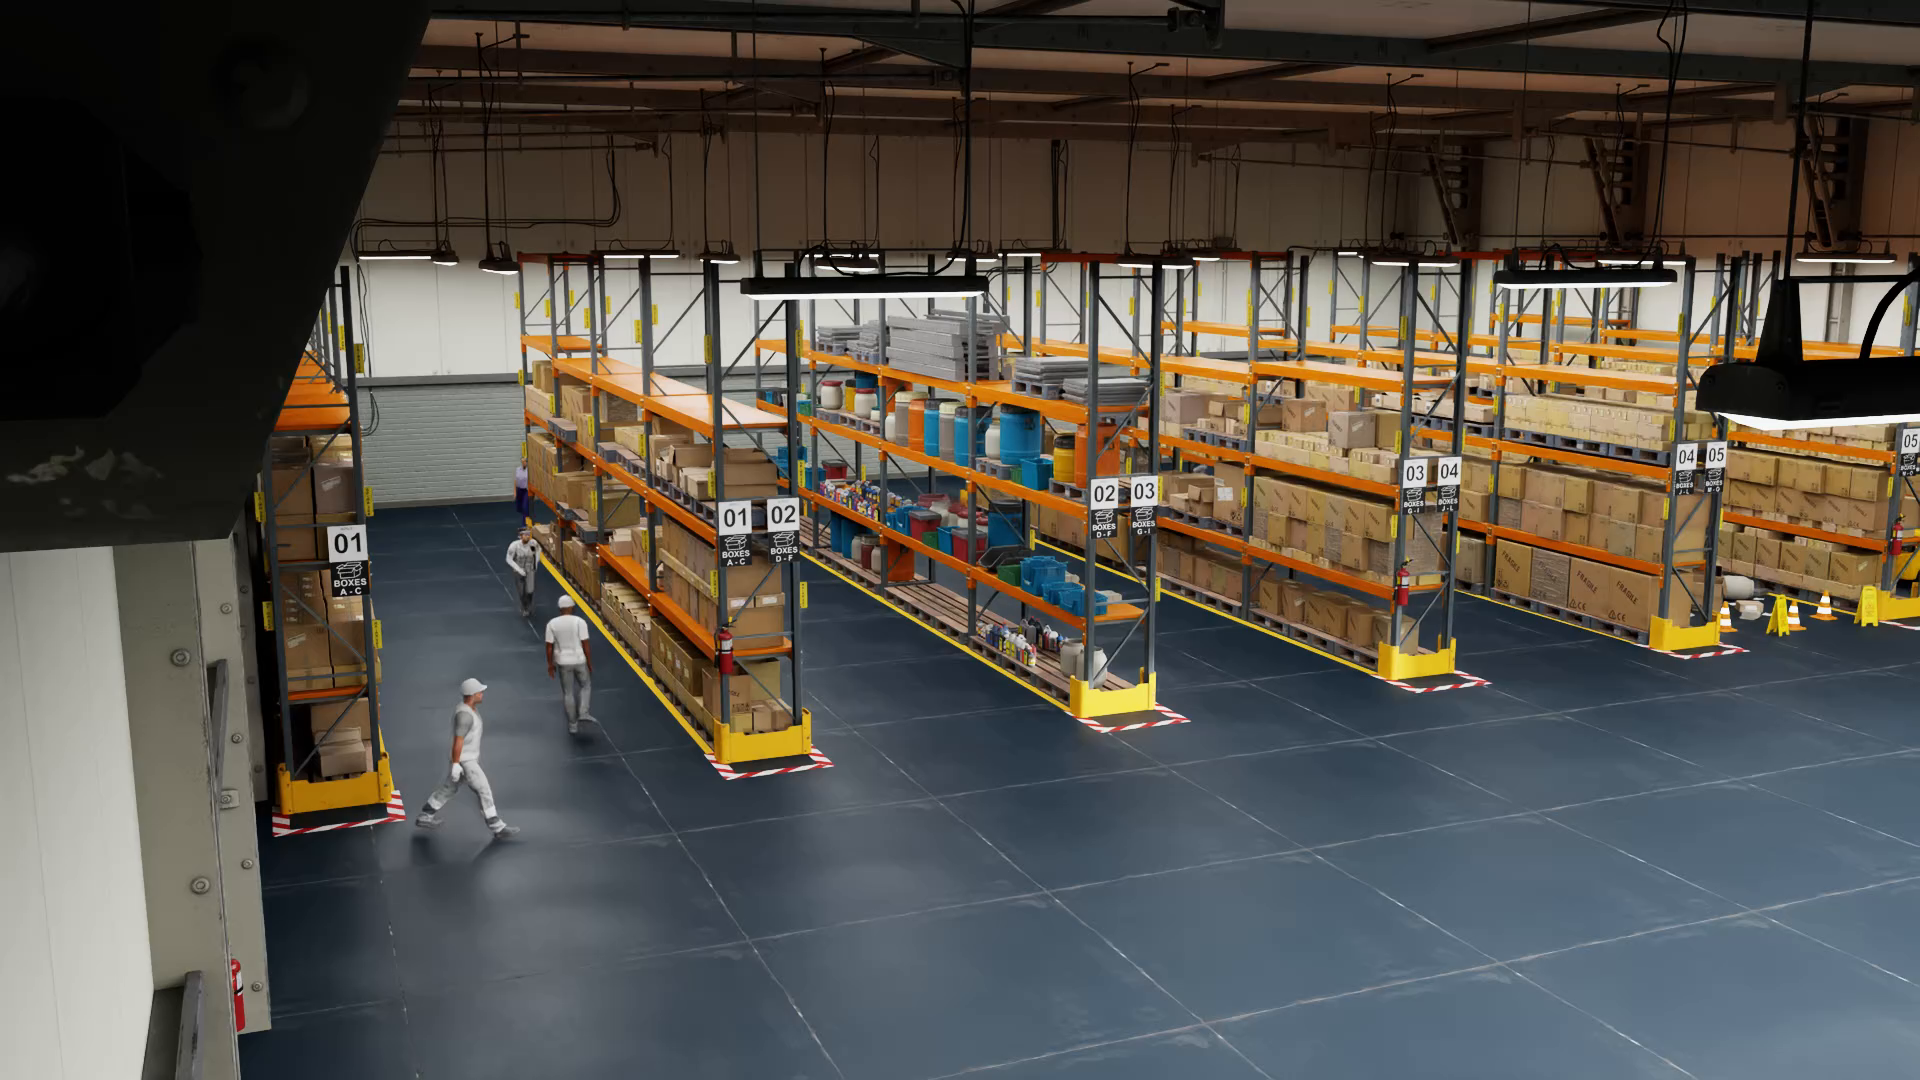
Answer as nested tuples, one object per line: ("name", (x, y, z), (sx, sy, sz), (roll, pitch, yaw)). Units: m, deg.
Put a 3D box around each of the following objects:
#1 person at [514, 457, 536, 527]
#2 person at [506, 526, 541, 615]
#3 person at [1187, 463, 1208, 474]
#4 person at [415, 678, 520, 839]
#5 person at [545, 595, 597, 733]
("person", (-9.420, -1.031, 36.136), (0.468, 1.628, 0.813), (4, 11, 20))
("person", (-7.287, 0.514, 27.833), (0.562, 1.592, 0.696), (-2, 11, -12))
("person", (6.133, -2.250, 42.664), (0.609, 1.657, 0.504), (0, 10, 1))
("person", (-5.257, 2.315, 17.631), (1.143, 1.728, 0.572), (-1, 10, -4))
("person", (-5.025, 1.589, 21.444), (0.601, 1.753, 0.538), (-2, 11, -13))
